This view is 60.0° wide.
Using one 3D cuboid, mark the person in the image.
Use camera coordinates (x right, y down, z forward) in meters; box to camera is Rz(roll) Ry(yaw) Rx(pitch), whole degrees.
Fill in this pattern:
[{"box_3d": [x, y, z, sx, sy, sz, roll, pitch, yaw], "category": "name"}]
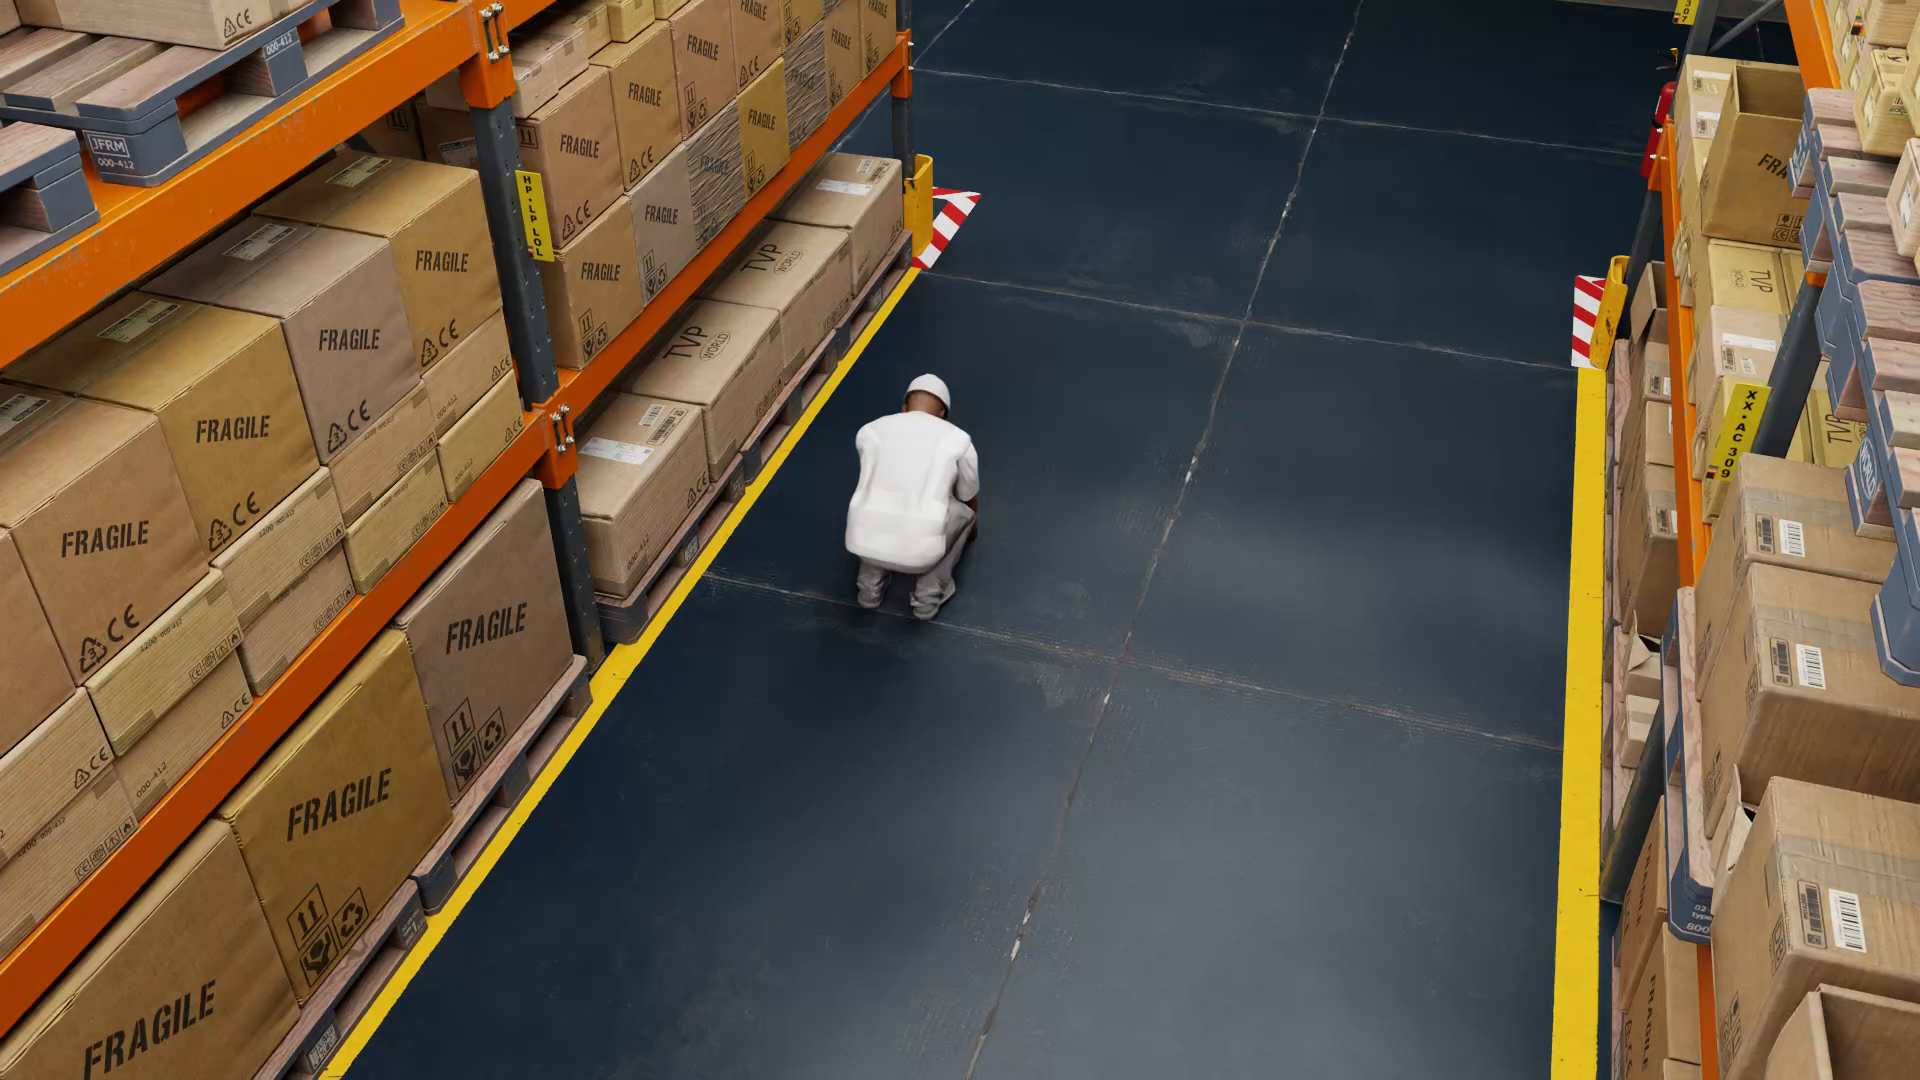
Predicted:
[{"box_3d": [-0.217, -0.142, 7.202, 0.542, 0.896, 0.928, 10, 38, 13], "category": "person"}]
